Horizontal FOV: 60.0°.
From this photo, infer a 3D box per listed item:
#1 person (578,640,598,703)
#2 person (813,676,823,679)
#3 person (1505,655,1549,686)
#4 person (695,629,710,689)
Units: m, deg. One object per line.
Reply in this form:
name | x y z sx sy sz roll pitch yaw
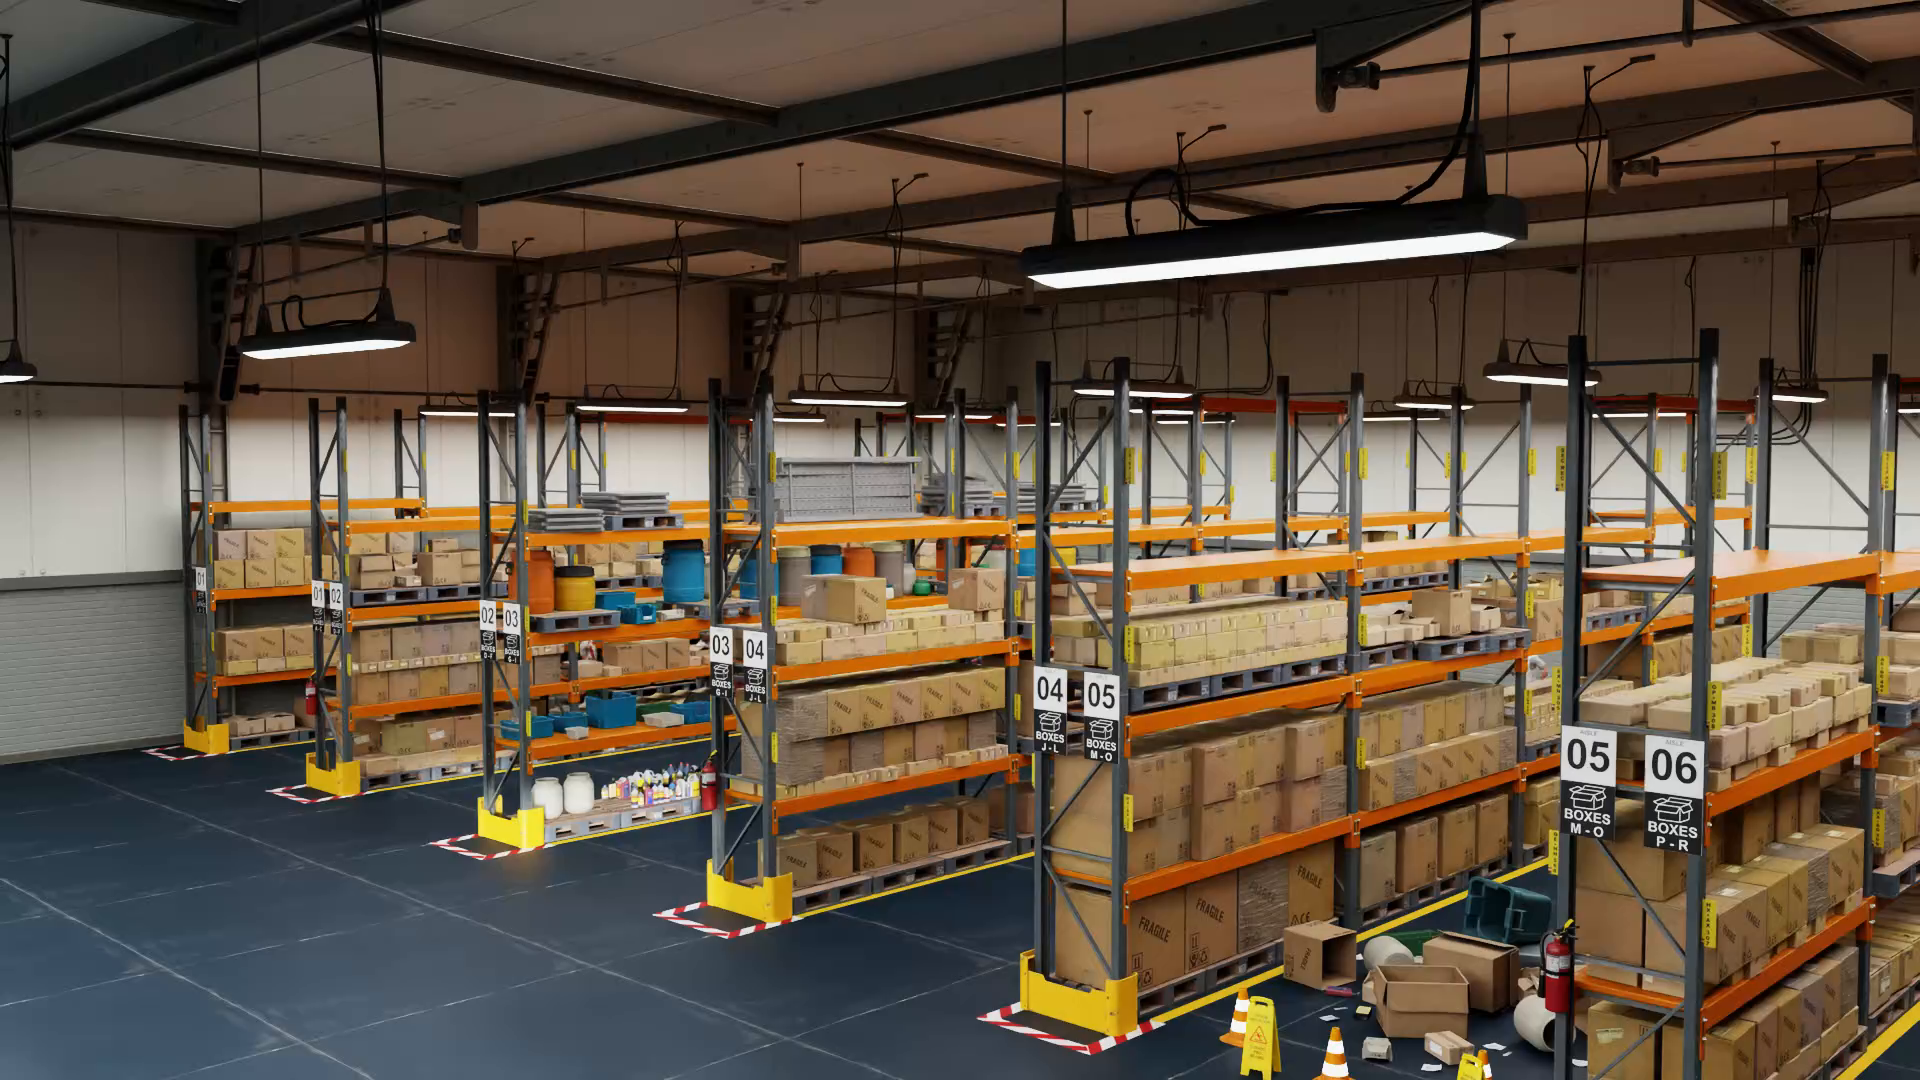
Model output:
person | -7.330 2.548 32.603 0.668 1.779 0.555 0 3 -5
person | -2.649 2.677 30.586 0.385 1.811 0.622 2 3 30
person | 10.219 2.679 29.938 0.699 1.778 0.885 2 4 40
person | -5.048 2.592 32.946 0.461 1.685 0.377 -3 4 -43
